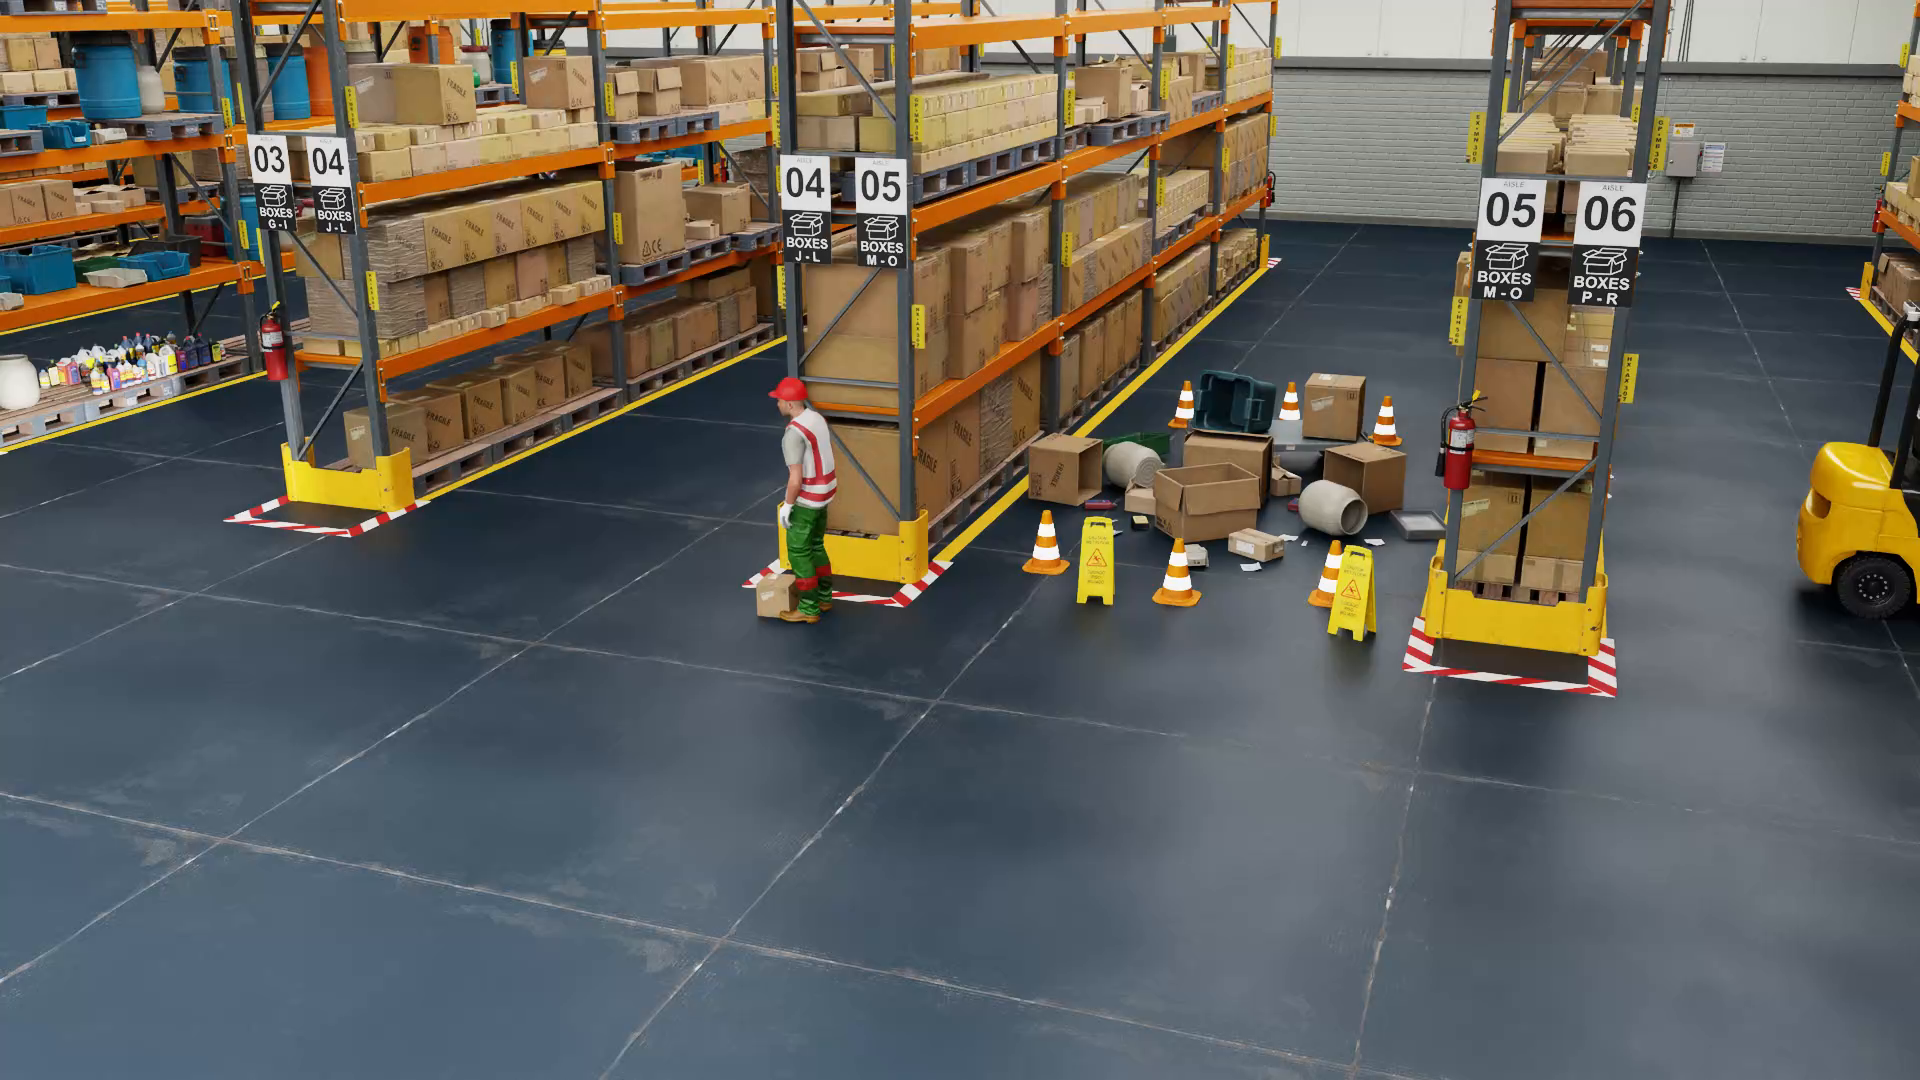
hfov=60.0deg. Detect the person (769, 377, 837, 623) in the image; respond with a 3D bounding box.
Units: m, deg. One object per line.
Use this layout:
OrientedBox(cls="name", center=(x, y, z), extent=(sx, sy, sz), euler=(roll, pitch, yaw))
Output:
OrientedBox(cls="person", center=(-1.119, -0.292, 11.911), extent=(0.452, 1.779, 0.607), euler=(6, 19, 18))
